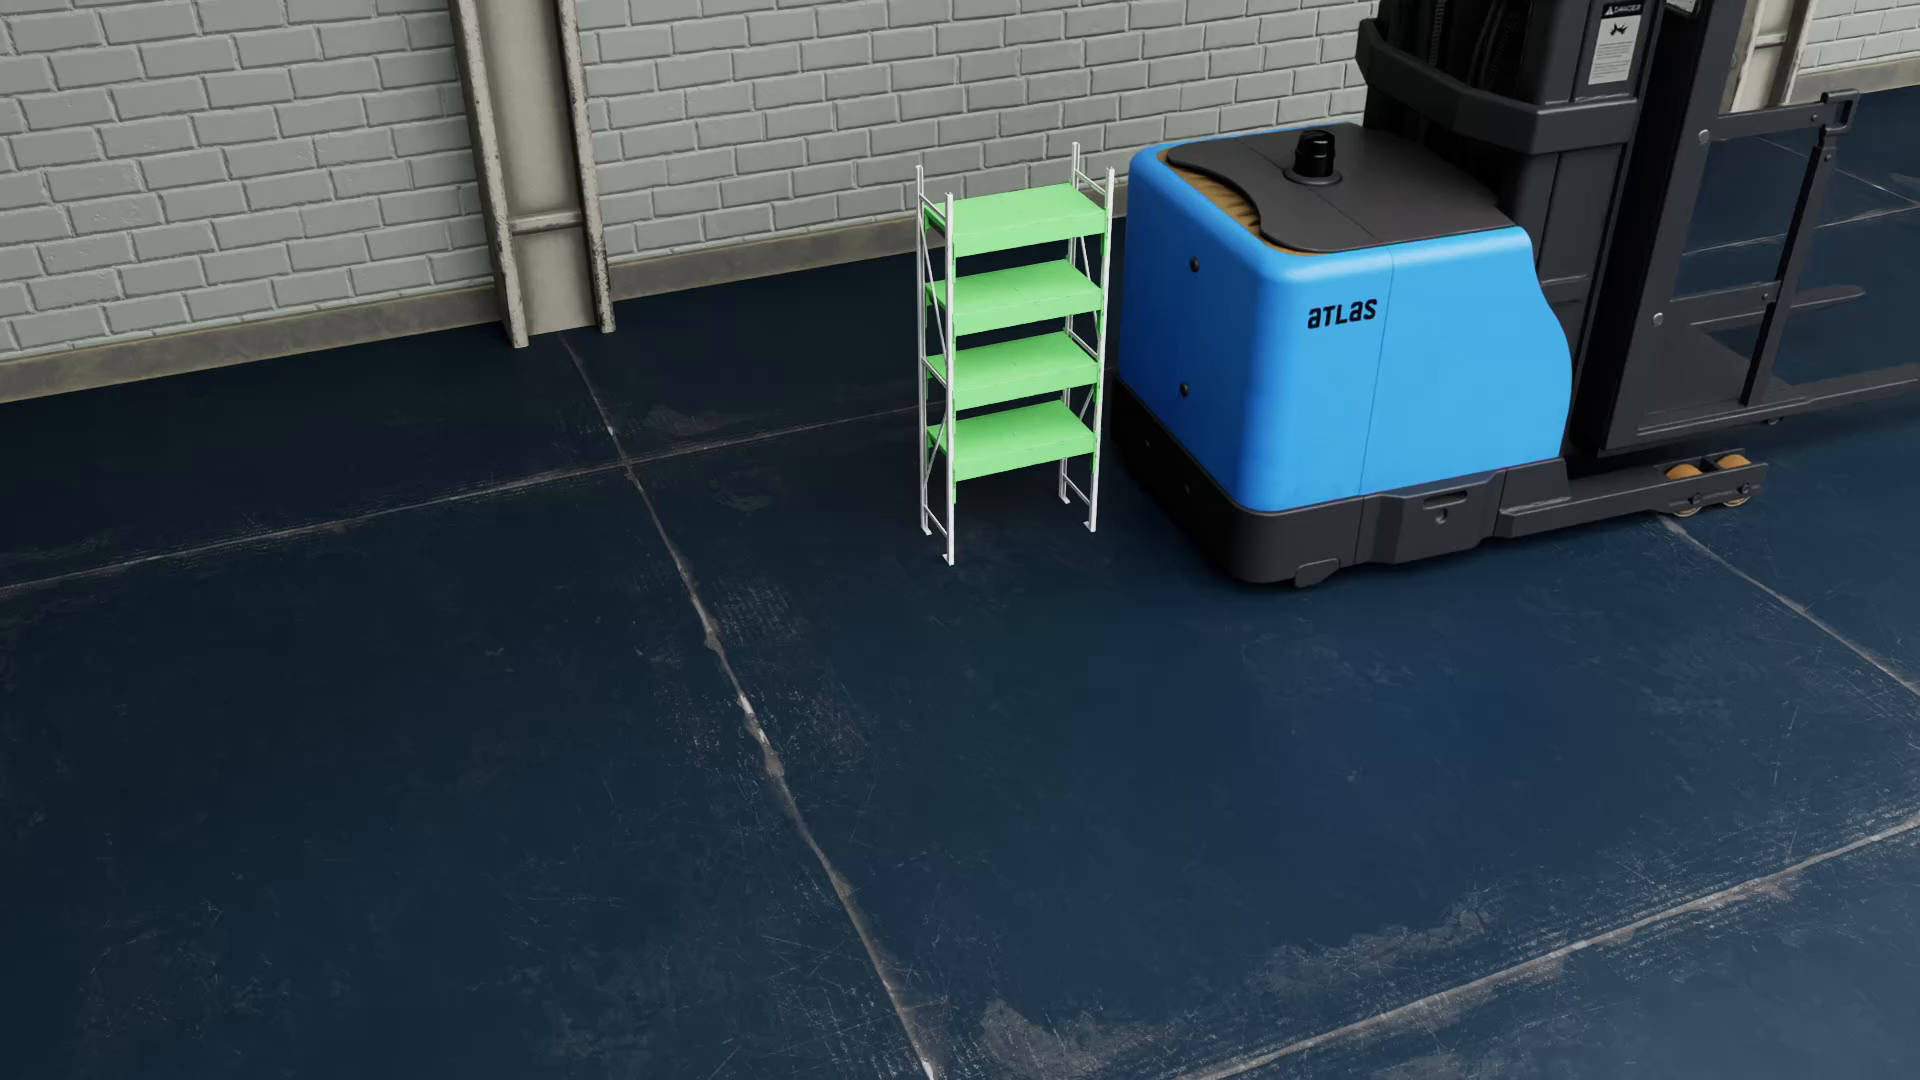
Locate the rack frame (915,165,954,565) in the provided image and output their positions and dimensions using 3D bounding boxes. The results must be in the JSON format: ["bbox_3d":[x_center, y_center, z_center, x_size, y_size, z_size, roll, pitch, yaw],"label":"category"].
[{"bbox_3d":[-0.072,-0.486,4.897,0.015,1.200,0.240,-13,35,-19],"label":"rack frame"}]

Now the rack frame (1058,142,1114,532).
[{"bbox_3d":[0.378,-0.589,5.056,0.015,1.200,0.240,-13,35,-19],"label":"rack frame"}]

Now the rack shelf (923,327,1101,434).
[{"bbox_3d":[0.153,-0.484,5.011,0.480,0.148,0.258,-13,35,-19],"label":"rack shelf"}]

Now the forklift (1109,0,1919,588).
[{"bbox_3d":[2.084,-1.564,4.967,3.031,2.935,1.130,-11,35,-16],"label":"forklift"}]

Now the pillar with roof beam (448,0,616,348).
[{"bbox_3d":[0.078,-2.461,0.781,0.400,9.000,9.100,-13,35,-19],"label":"pillar with roof beam"}]

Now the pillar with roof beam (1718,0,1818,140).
[{"bbox_3d":[5.611,-3.728,2.728,0.400,9.000,9.100,-13,35,-19],"label":"pillar with roof beam"}]

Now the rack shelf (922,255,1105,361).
[{"bbox_3d":[0.153,-0.685,4.880,0.480,0.148,0.258,-13,35,-19],"label":"rack shelf"}]

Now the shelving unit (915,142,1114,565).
[{"bbox_3d":[0.153,-0.538,4.976,0.503,1.200,0.258,-13,35,-19],"label":"shelving unit"}]

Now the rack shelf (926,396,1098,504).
[{"bbox_3d":[0.153,-0.283,5.142,0.480,0.148,0.258,-13,35,-19],"label":"rack shelf"}]

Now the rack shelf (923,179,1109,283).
[{"bbox_3d":[0.153,-0.887,4.750,0.480,0.148,0.258,-13,35,-19],"label":"rack shelf"}]
